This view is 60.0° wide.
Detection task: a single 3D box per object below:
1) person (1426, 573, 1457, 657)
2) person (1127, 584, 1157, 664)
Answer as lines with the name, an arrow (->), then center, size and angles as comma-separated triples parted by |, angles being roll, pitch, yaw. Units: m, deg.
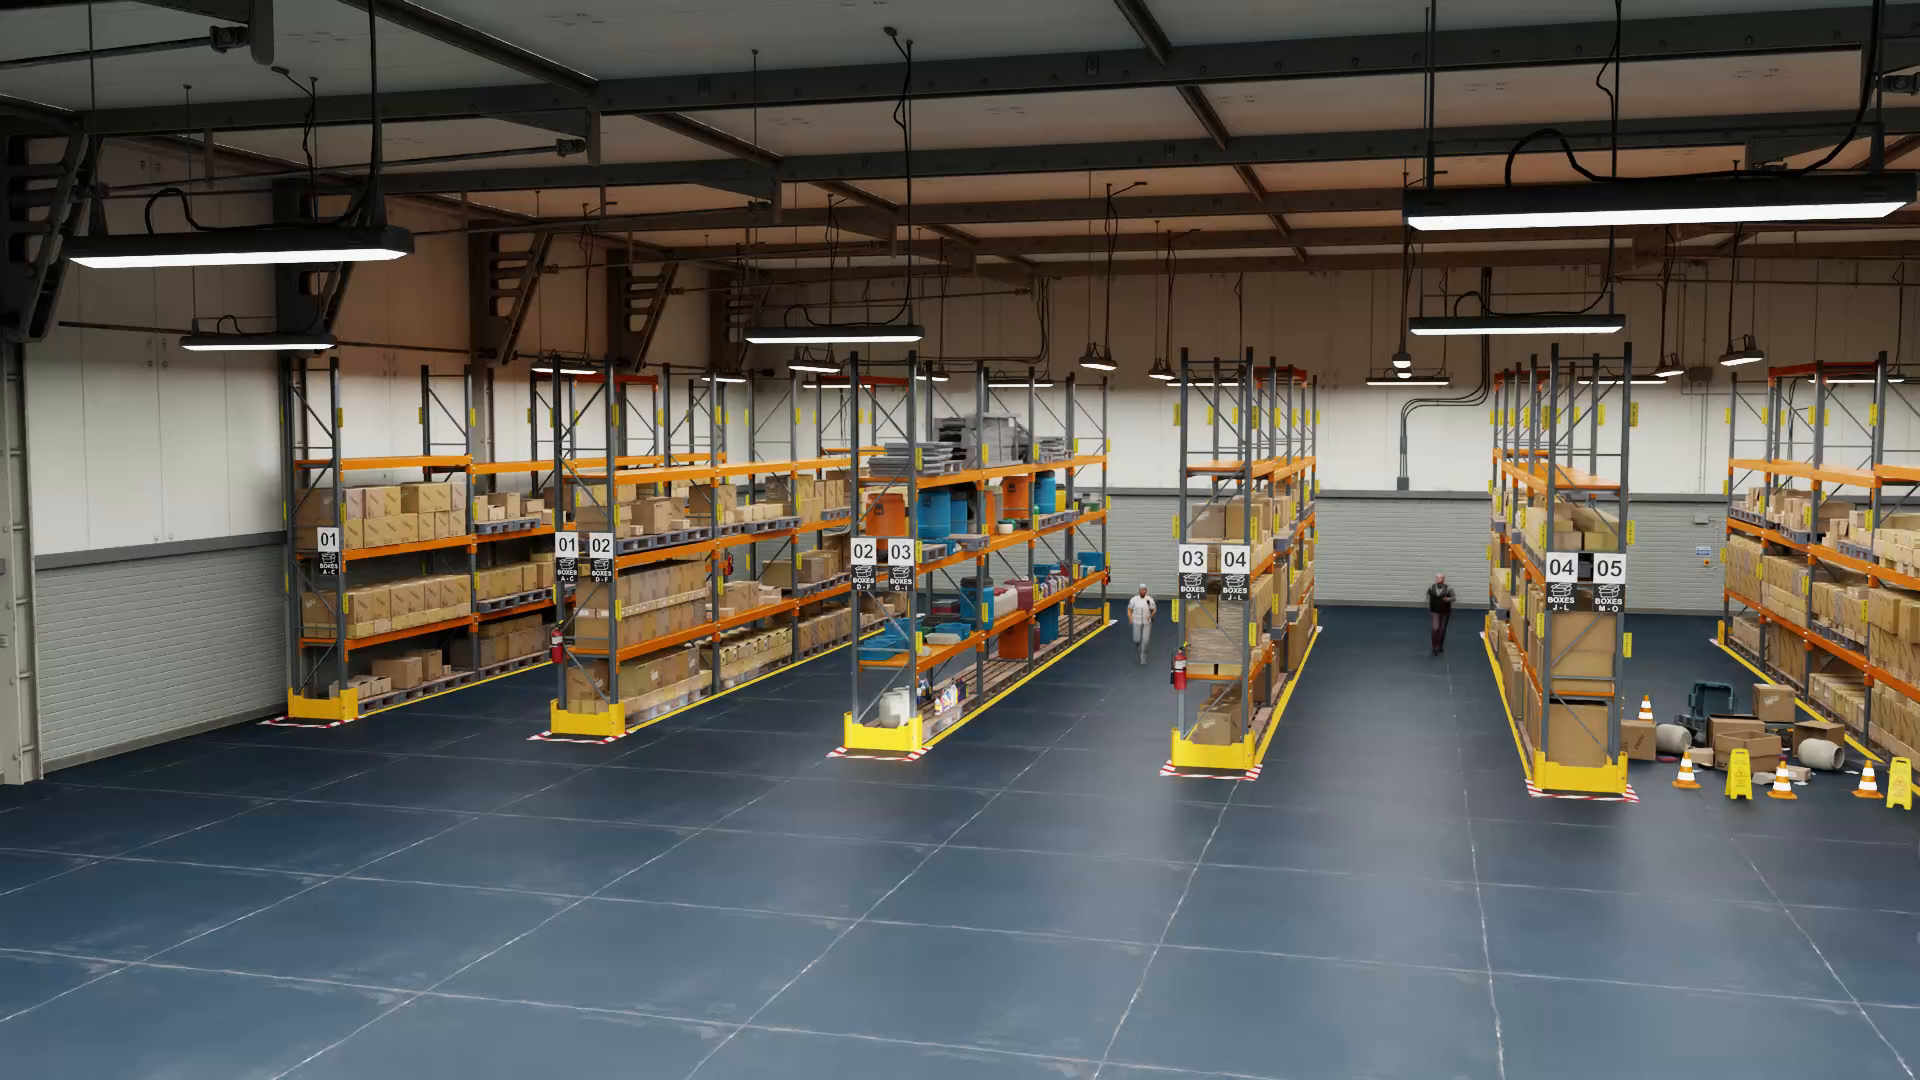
person -> 10.134, 1.588, 35.032 | 0.628, 1.788, 0.781 | 1, 4, 17
person -> 3.718, 1.708, 33.979 | 0.607, 1.627, 0.549 | 0, 4, 4
